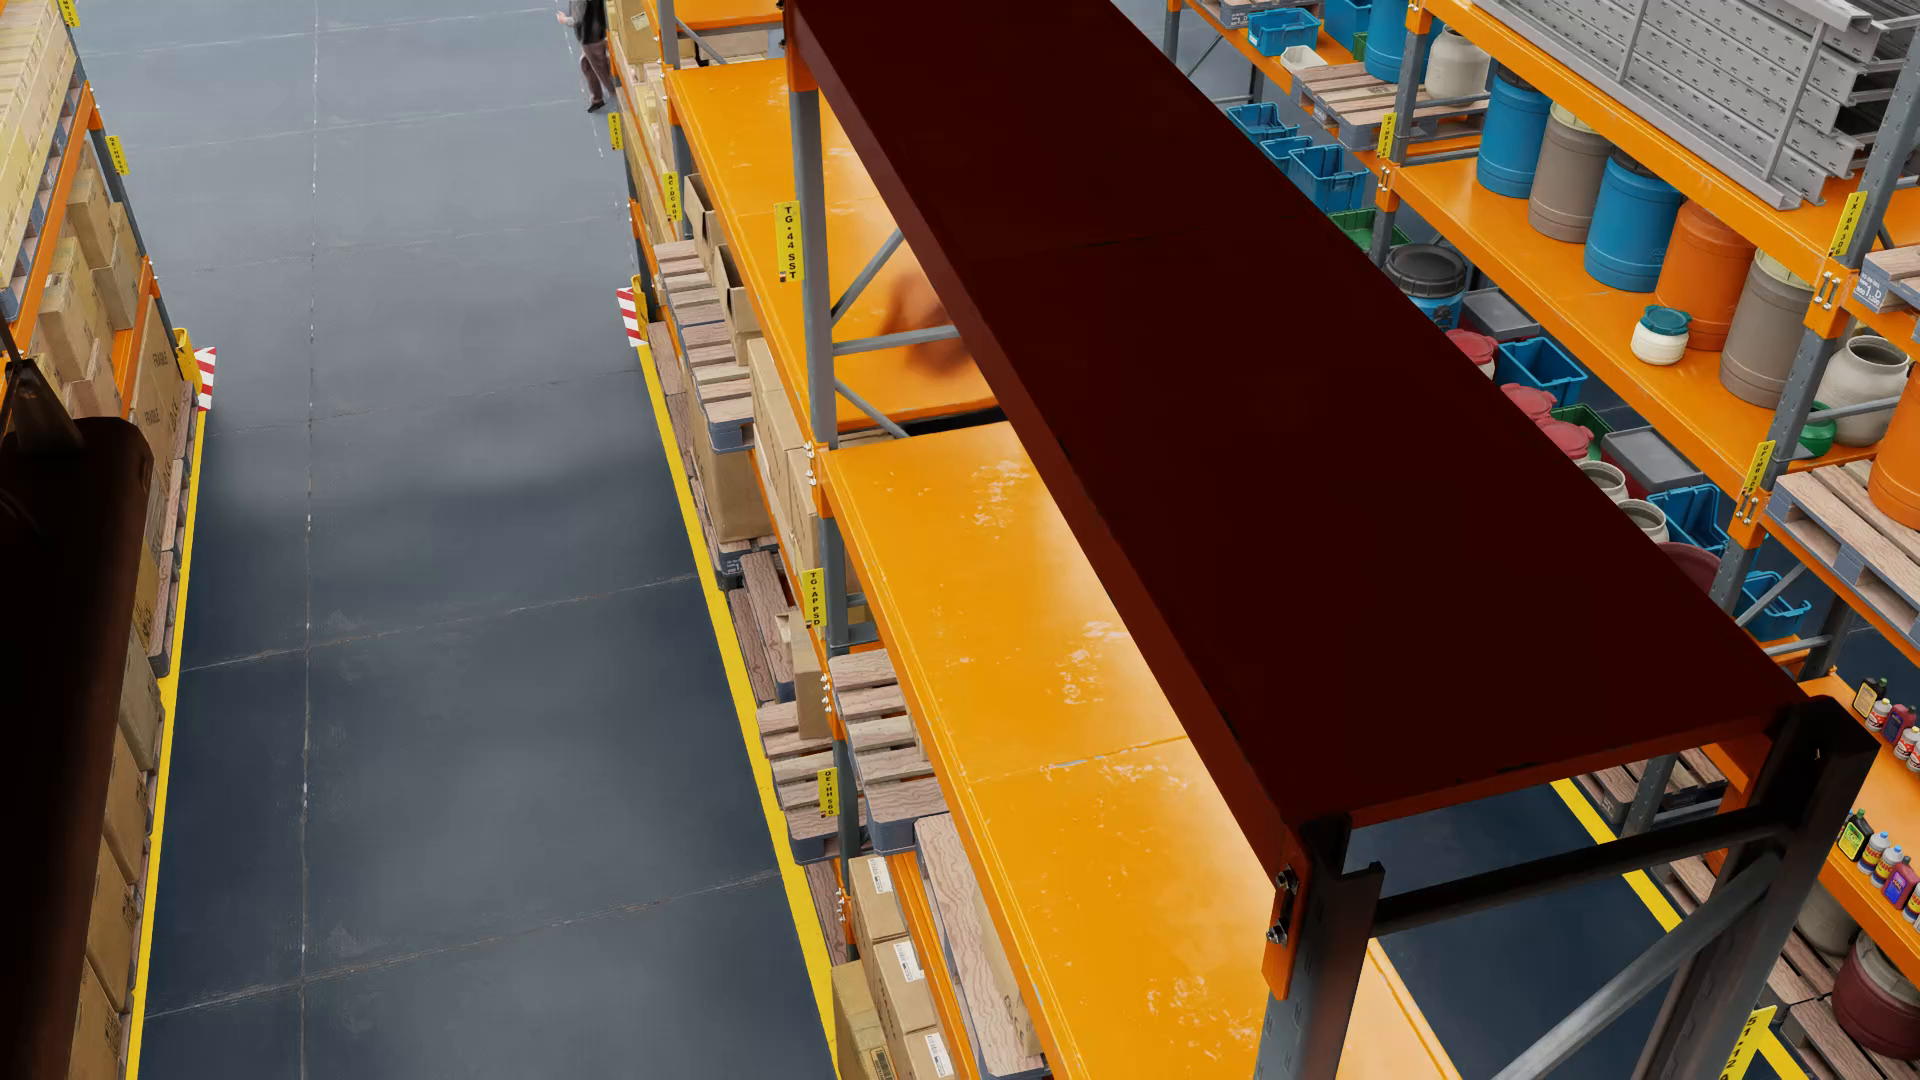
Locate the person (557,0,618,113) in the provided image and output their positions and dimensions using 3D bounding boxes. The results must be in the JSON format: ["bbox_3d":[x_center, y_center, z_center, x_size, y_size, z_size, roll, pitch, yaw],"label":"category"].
[{"bbox_3d":[-4.009,-5.453,18.329,0.788,1.774,0.651,10,39,12],"label":"person"}]
